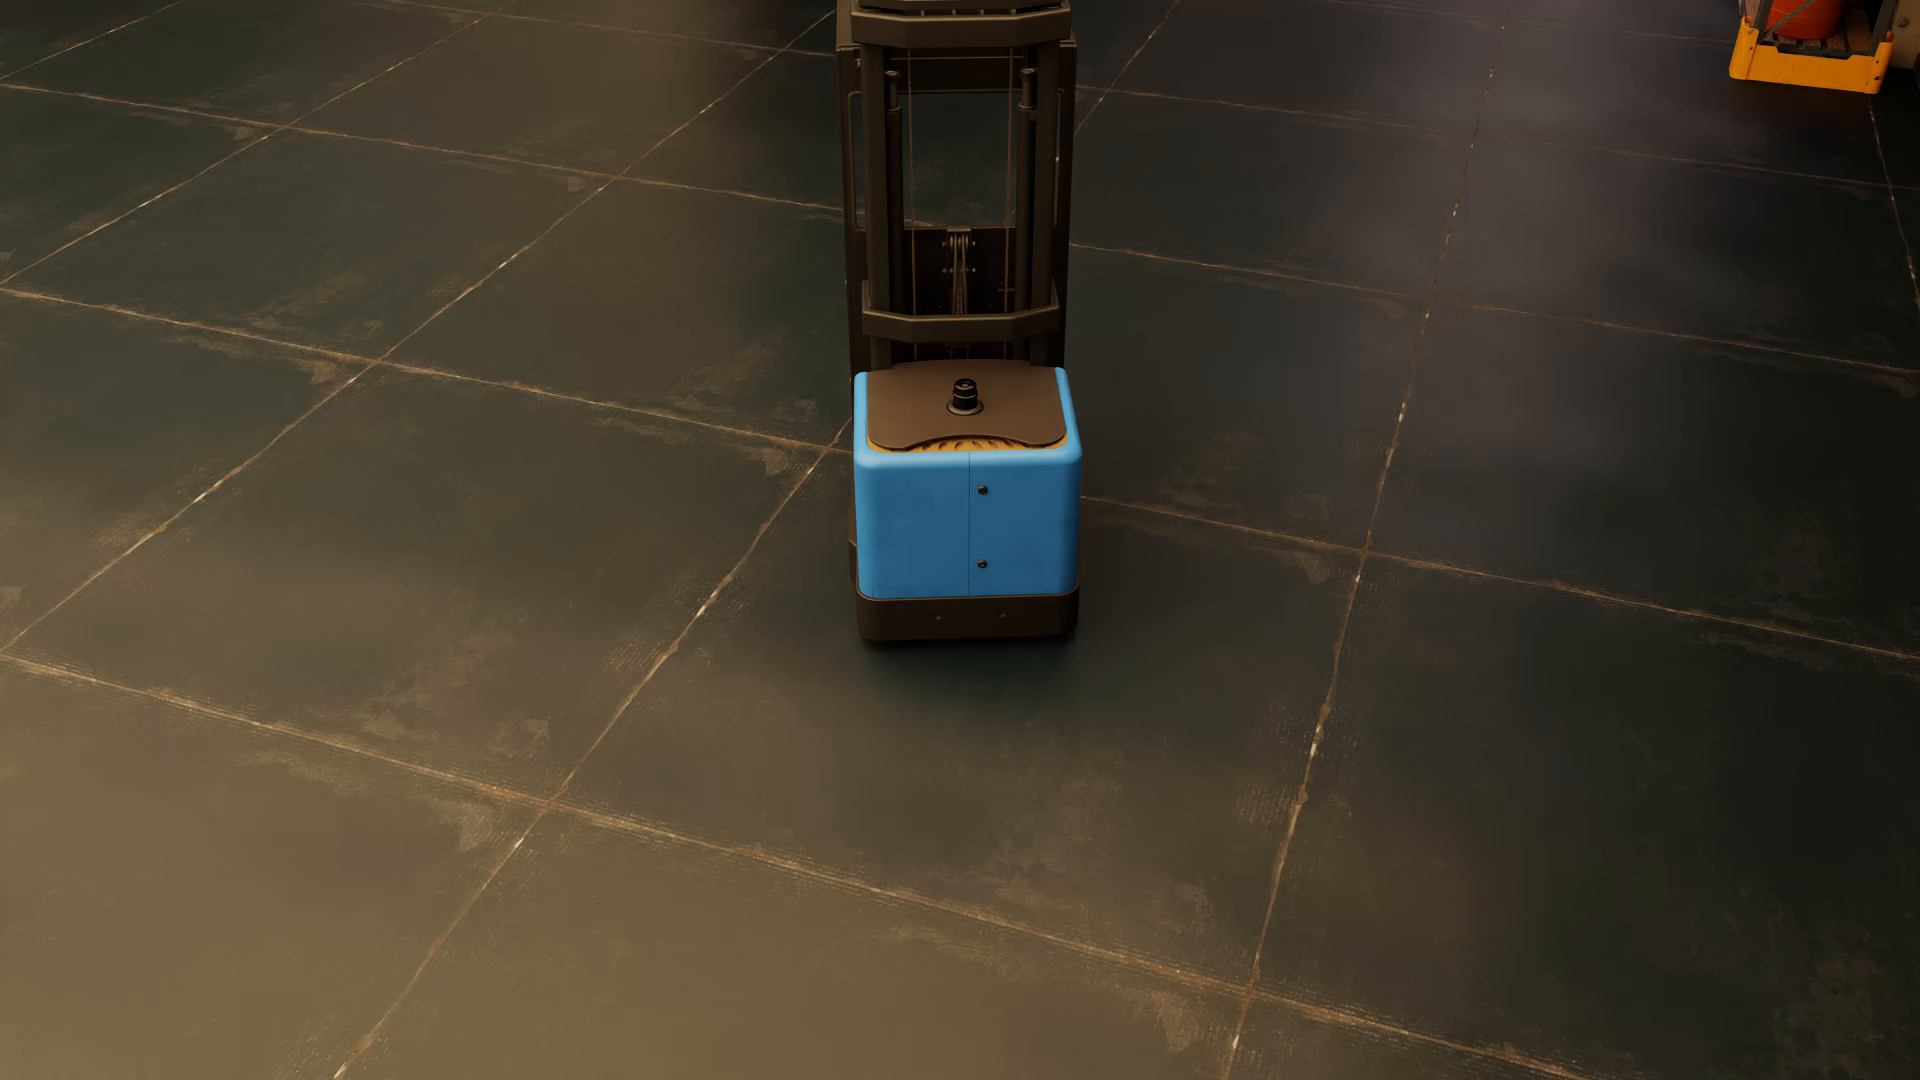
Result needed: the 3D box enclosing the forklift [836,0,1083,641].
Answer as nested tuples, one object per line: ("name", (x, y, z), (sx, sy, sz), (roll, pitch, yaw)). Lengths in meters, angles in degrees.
("forklift", (-0.029, -1.547, 8.293), (1.130, 2.935, 3.031), (-2, 35, -2))
